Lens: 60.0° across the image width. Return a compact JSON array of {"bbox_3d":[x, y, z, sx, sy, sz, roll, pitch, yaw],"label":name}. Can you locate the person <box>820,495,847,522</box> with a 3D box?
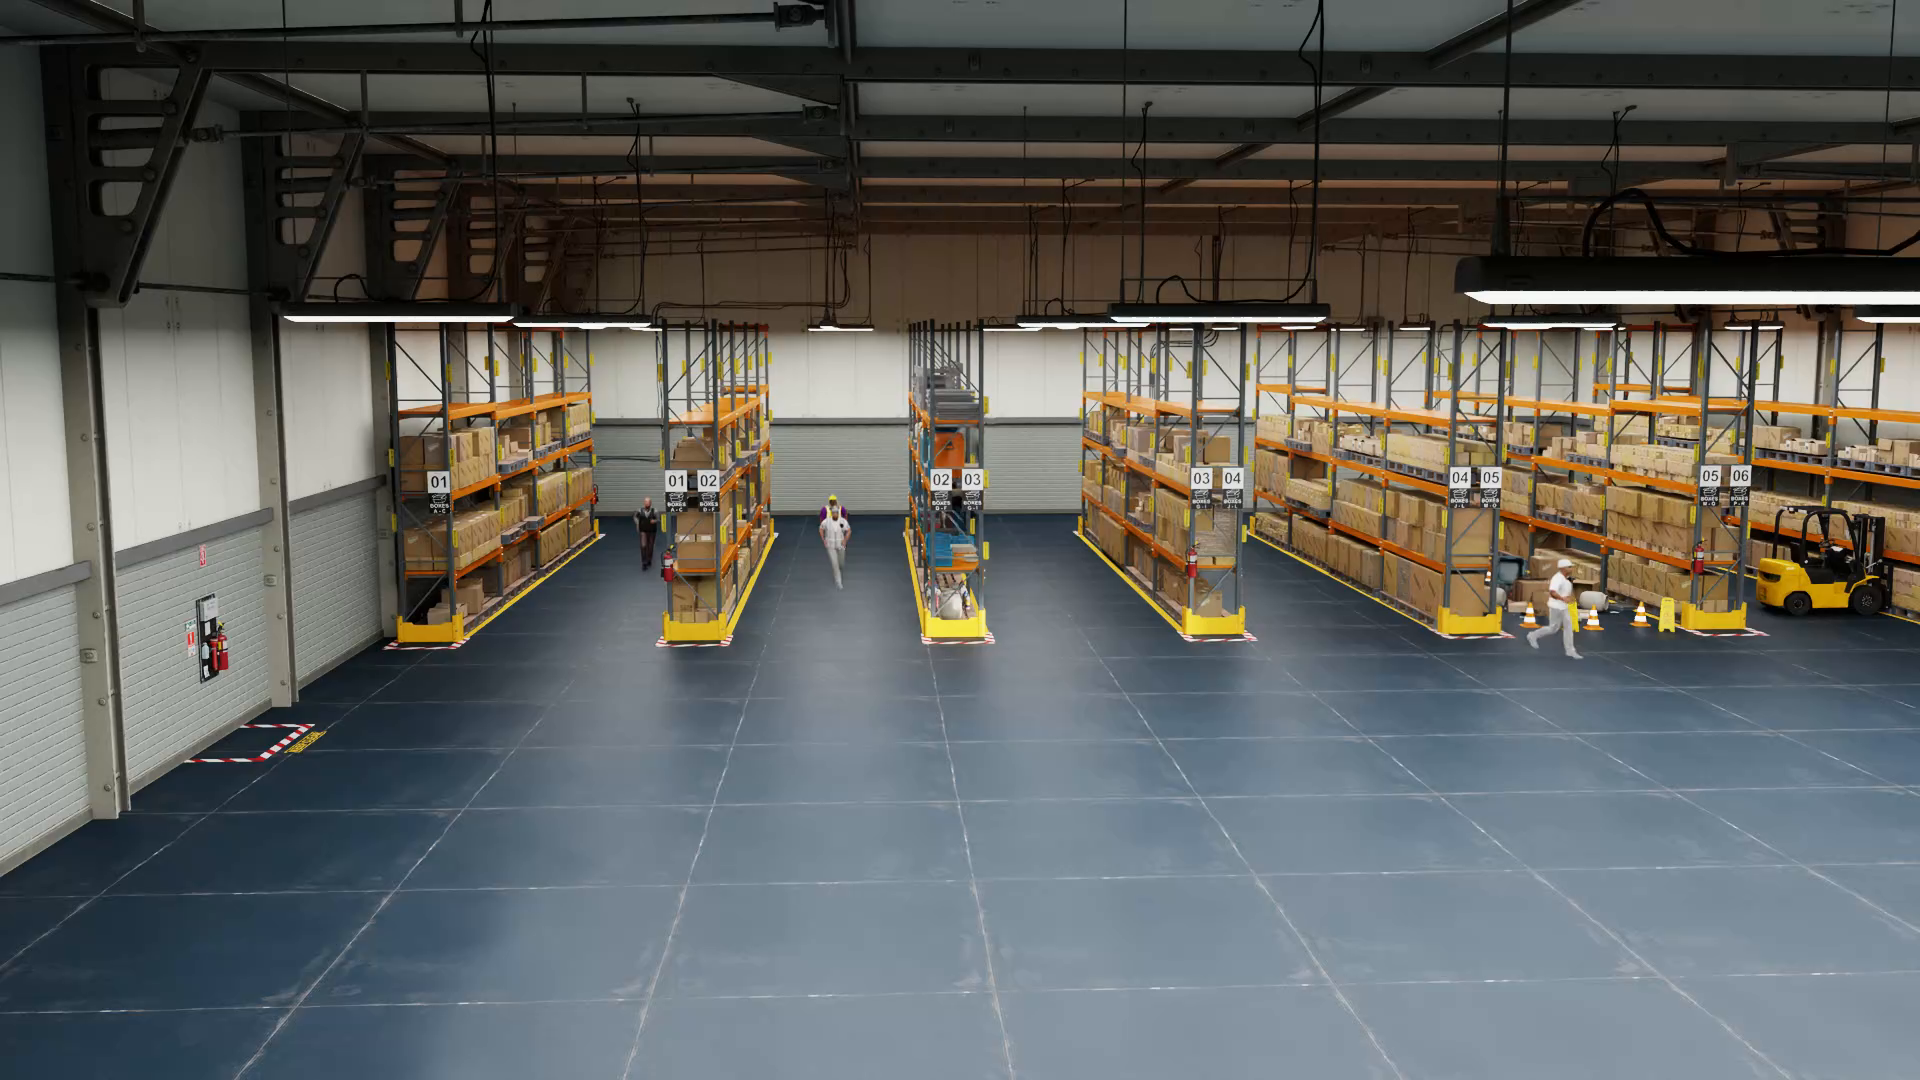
[{"bbox_3d":[-3.140,-0.258,41.383,0.690,1.717,0.685,-1,7,-7],"label":"person"}]

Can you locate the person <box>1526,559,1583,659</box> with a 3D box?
[{"bbox_3d":[10.624,1.206,29.588,1.012,1.753,0.725,5,9,35],"label":"person"}]

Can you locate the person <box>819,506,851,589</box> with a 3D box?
[{"bbox_3d":[-2.699,0.125,36.039,0.688,1.779,0.792,-1,7,-10],"label":"person"}]

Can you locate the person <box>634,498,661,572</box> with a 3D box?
[{"bbox_3d":[-7.624,-0.138,40.615,0.642,1.785,0.799,-2,7,-14],"label":"person"}]

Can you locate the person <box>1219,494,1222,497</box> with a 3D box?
[{"bbox_3d":[7.390,-0.786,45.590,0.635,1.823,0.814,0,7,1],"label":"person"}]
